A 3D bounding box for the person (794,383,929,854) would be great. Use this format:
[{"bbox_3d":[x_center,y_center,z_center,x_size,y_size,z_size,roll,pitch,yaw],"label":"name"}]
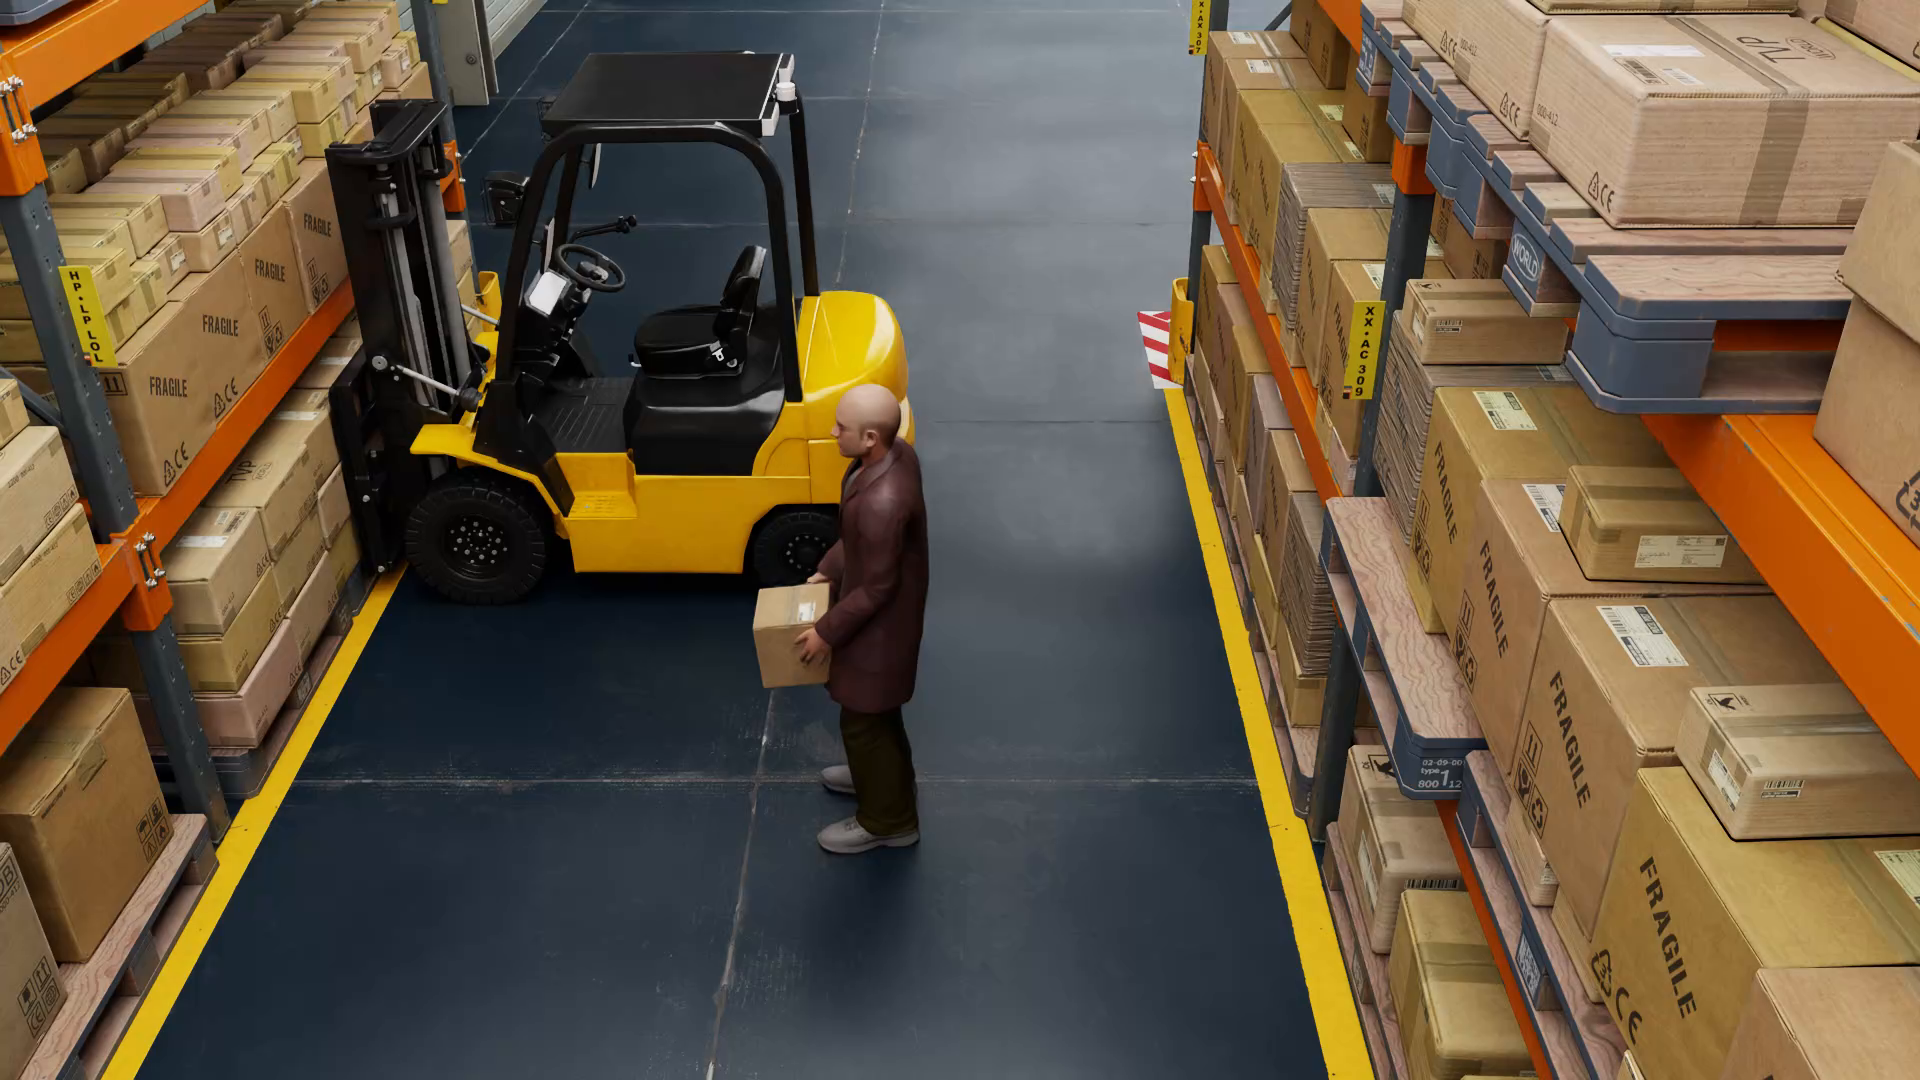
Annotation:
[{"bbox_3d":[-0.332,0.273,5.689,0.455,1.782,0.577,-1,31,-1],"label":"person"}]
